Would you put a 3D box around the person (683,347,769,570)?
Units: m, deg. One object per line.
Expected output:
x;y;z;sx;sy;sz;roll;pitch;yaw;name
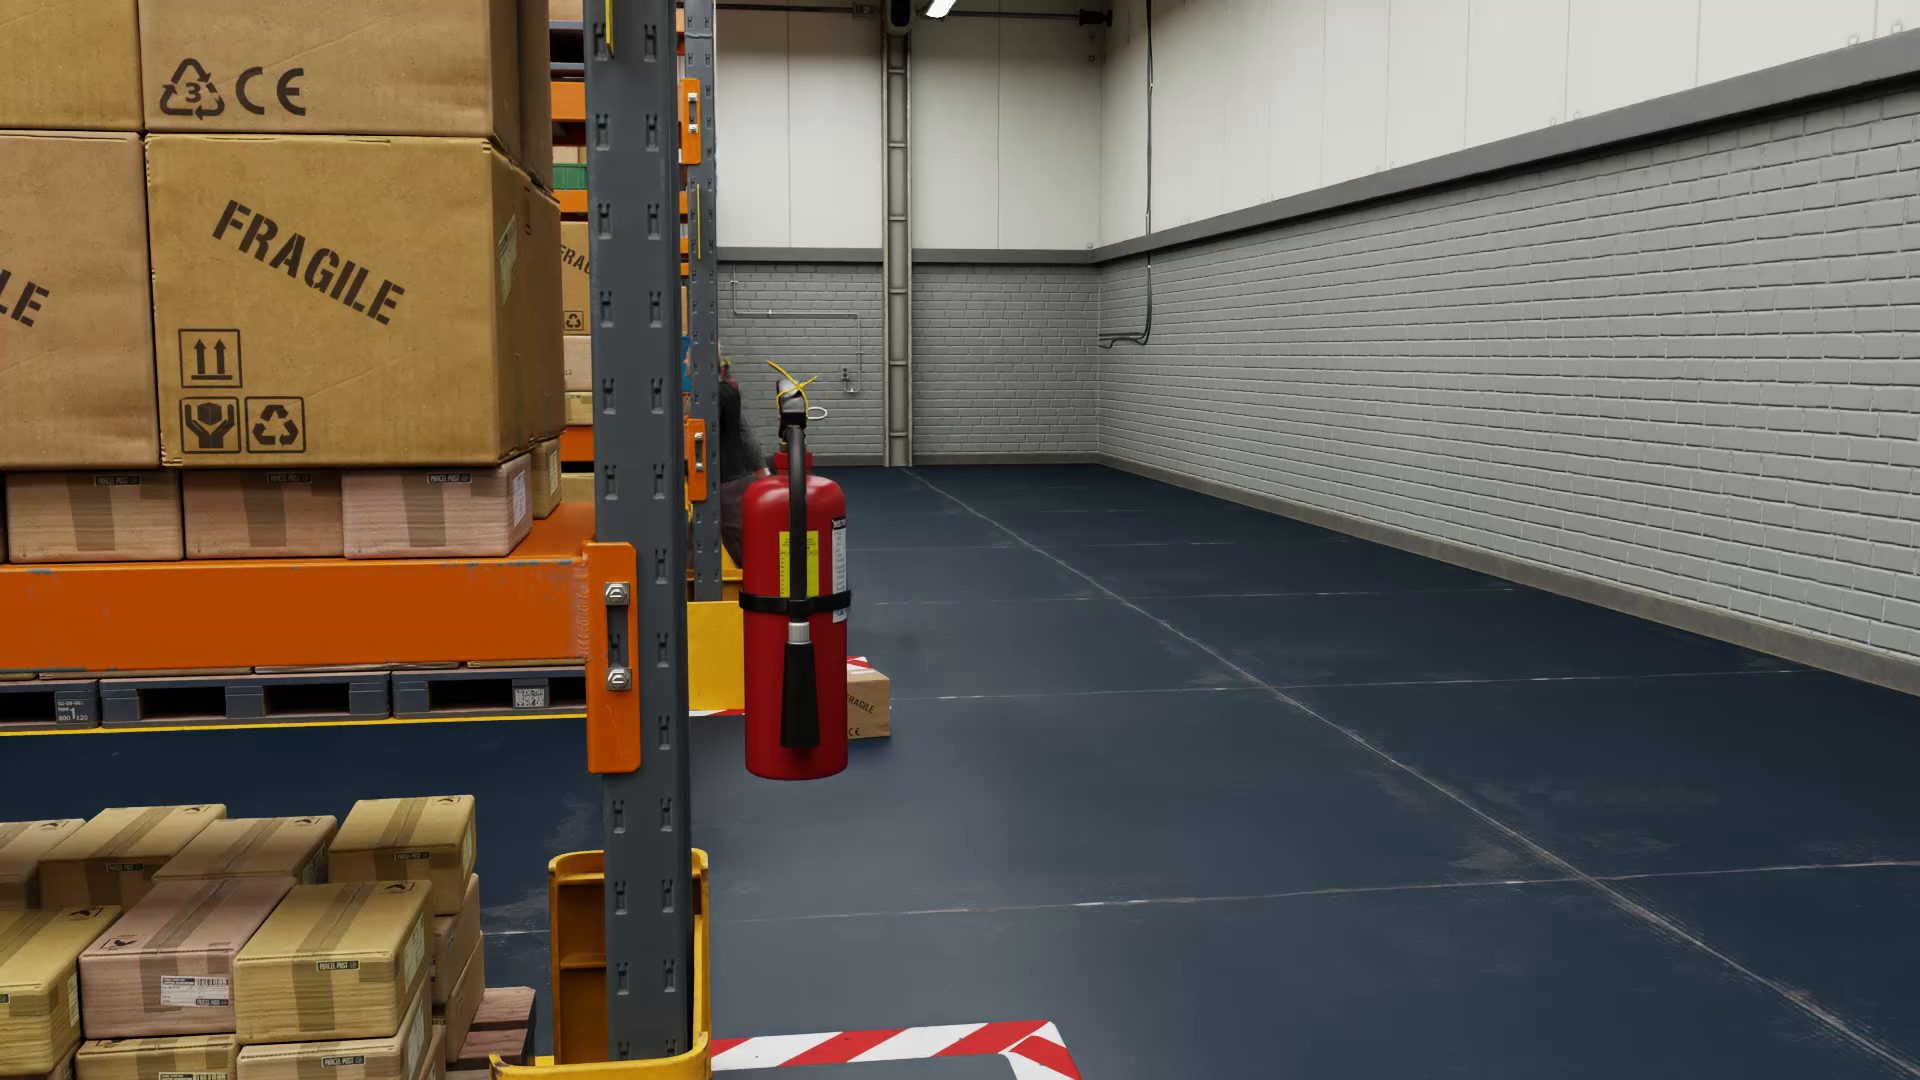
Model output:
-1.477;-0.330;9.735;1.043;1.662;0.588;1;7;9;person
